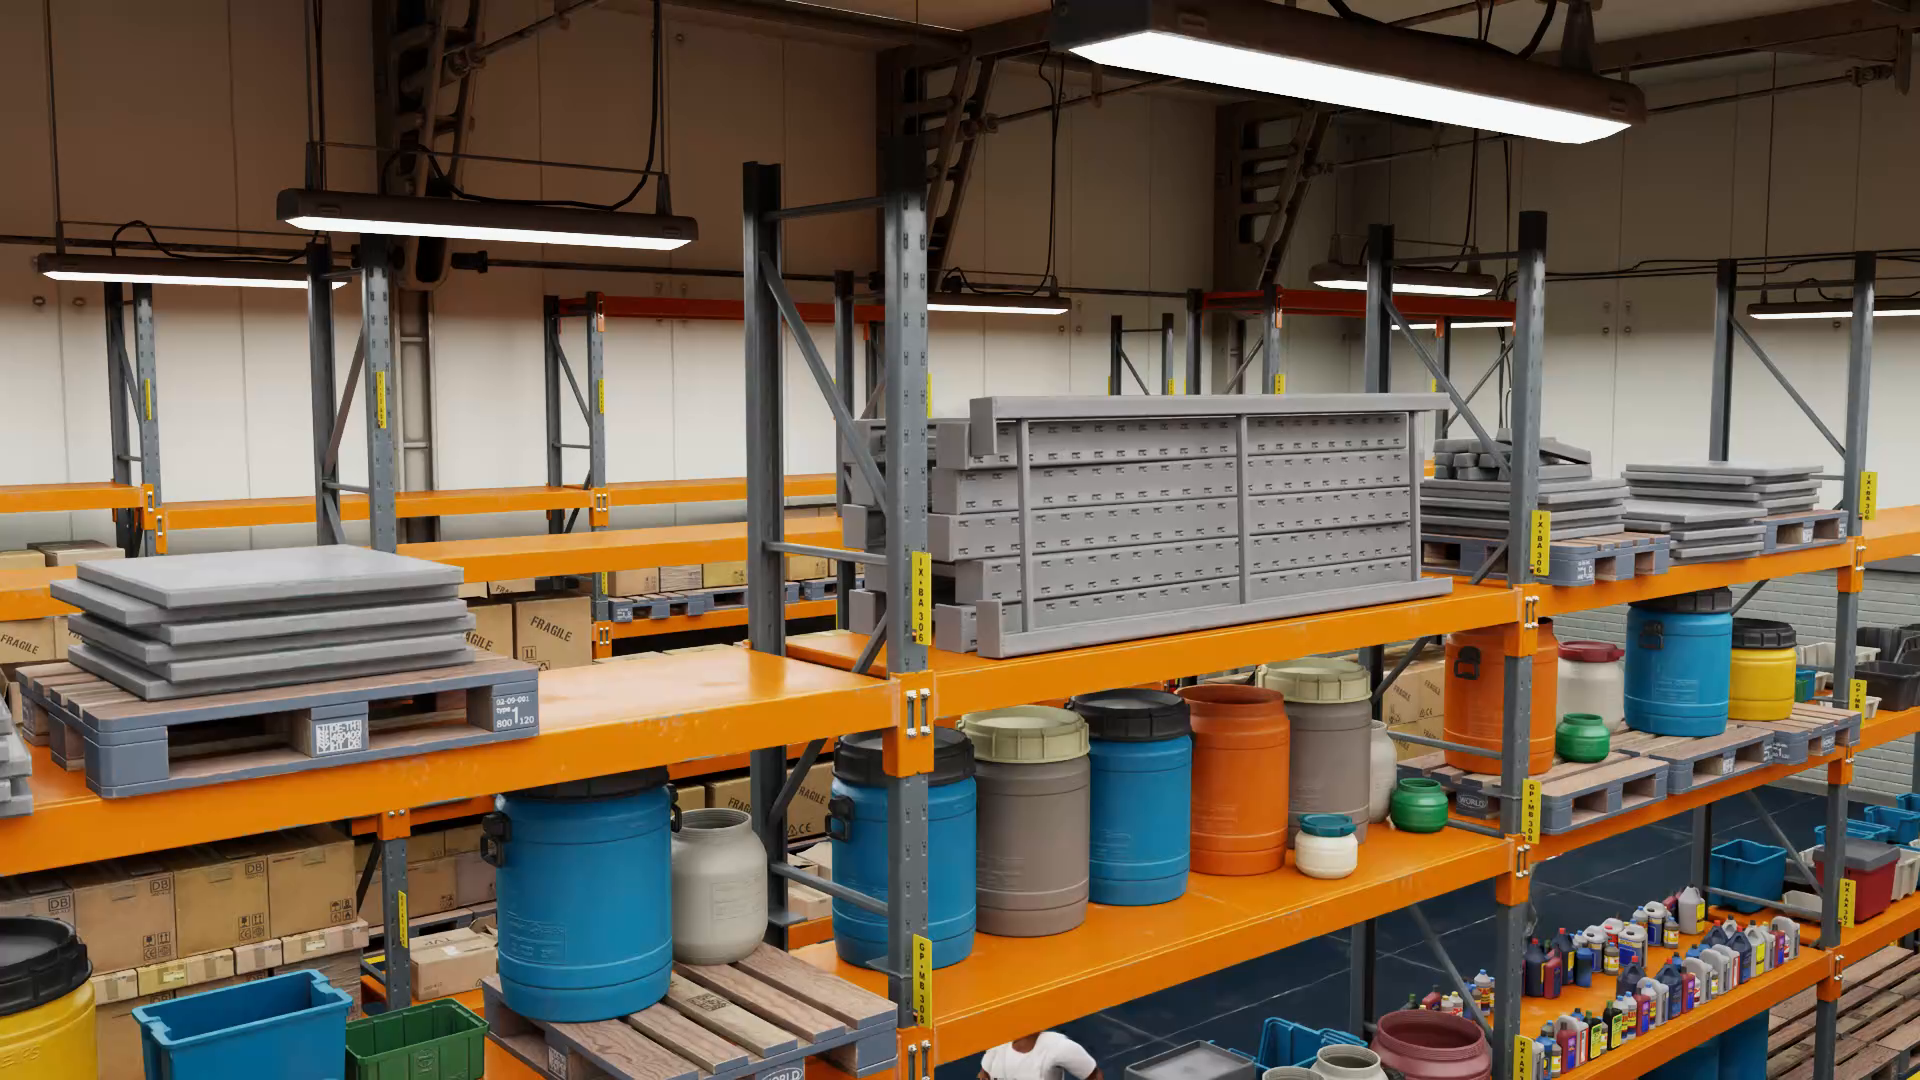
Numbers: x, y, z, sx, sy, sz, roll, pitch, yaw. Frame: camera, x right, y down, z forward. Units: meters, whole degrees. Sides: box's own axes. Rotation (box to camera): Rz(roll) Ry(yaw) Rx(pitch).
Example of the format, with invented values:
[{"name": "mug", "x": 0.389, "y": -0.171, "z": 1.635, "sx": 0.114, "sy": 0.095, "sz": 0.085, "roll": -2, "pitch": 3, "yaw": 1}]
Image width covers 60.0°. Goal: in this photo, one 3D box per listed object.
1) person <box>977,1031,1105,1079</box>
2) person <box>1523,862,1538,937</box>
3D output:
[{"name": "person", "x": 0.367, "y": 3.353, "z": 9.353, "sx": 0.991, "sy": 1.758, "sz": 0.701, "roll": -5, "pitch": 7, "yaw": -43}, {"name": "person", "x": 5.089, "y": 2.883, "z": 15.153, "sx": 0.790, "sy": 1.751, "sz": 0.538, "roll": -5, "pitch": 8, "yaw": -44}]
